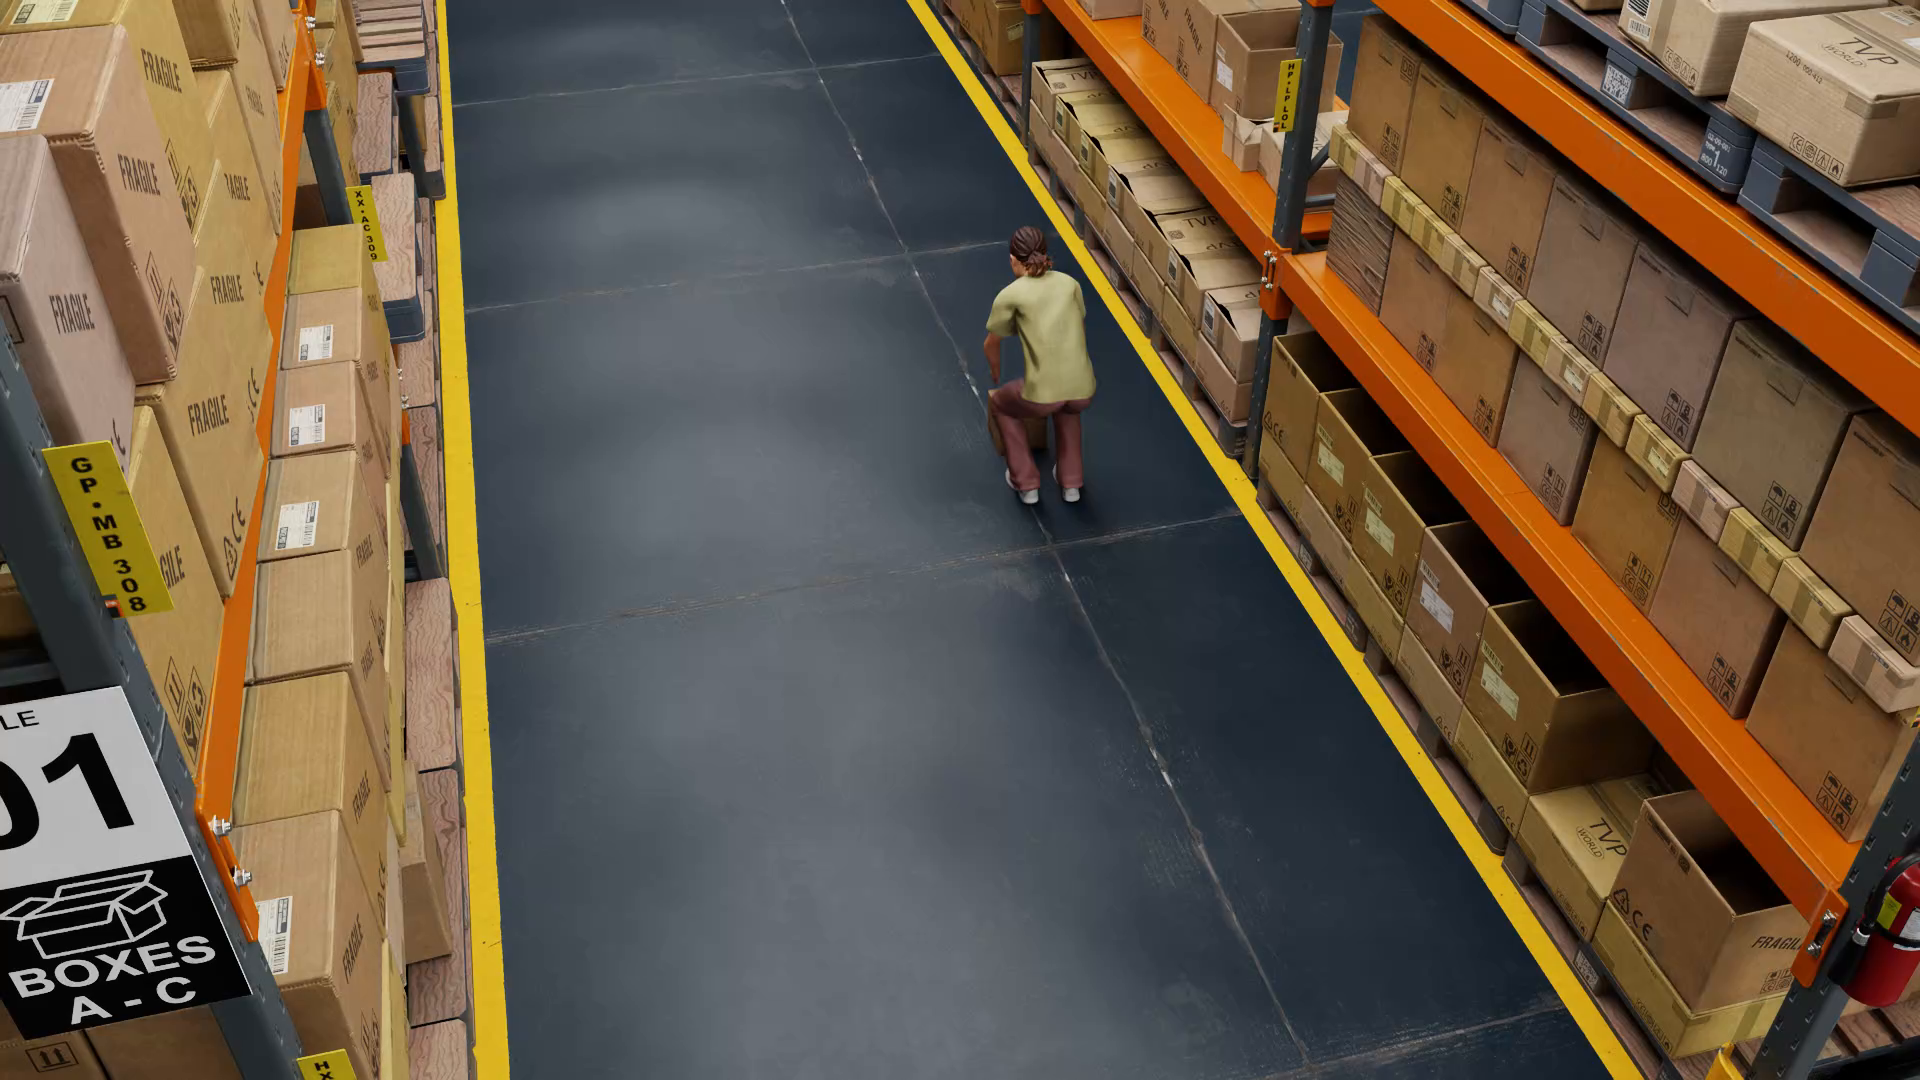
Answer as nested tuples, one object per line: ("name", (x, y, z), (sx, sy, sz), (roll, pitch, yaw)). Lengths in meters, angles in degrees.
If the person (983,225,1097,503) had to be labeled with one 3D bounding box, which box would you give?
("person", (0.379, -0.802, 8.010), (0.511, 1.333, 0.668), (-9, 39, -12))
